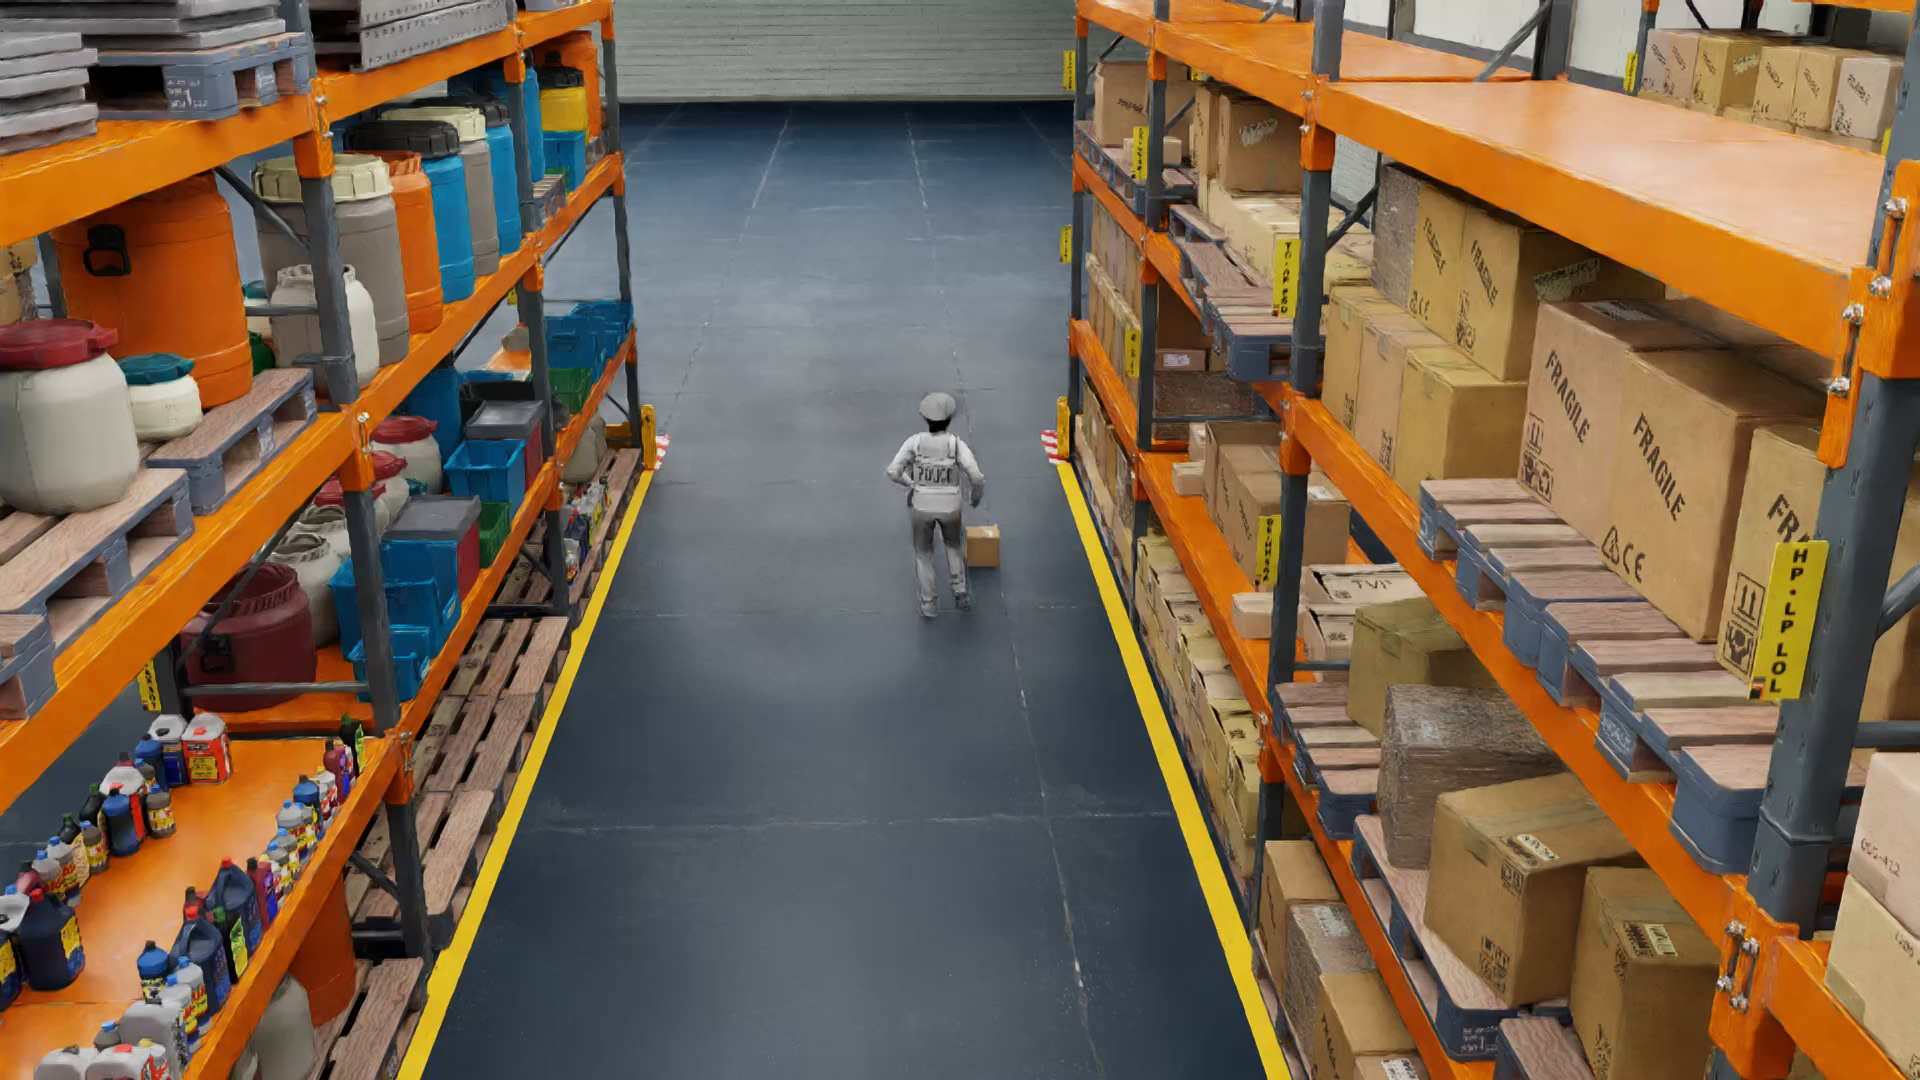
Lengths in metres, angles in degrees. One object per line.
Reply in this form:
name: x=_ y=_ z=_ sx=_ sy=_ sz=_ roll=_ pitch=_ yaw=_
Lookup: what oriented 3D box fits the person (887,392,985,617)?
person: x=-0.181 y=-0.252 z=11.767 sx=0.672 sy=1.661 sz=0.502 roll=-2 pitch=21 yaw=-5
